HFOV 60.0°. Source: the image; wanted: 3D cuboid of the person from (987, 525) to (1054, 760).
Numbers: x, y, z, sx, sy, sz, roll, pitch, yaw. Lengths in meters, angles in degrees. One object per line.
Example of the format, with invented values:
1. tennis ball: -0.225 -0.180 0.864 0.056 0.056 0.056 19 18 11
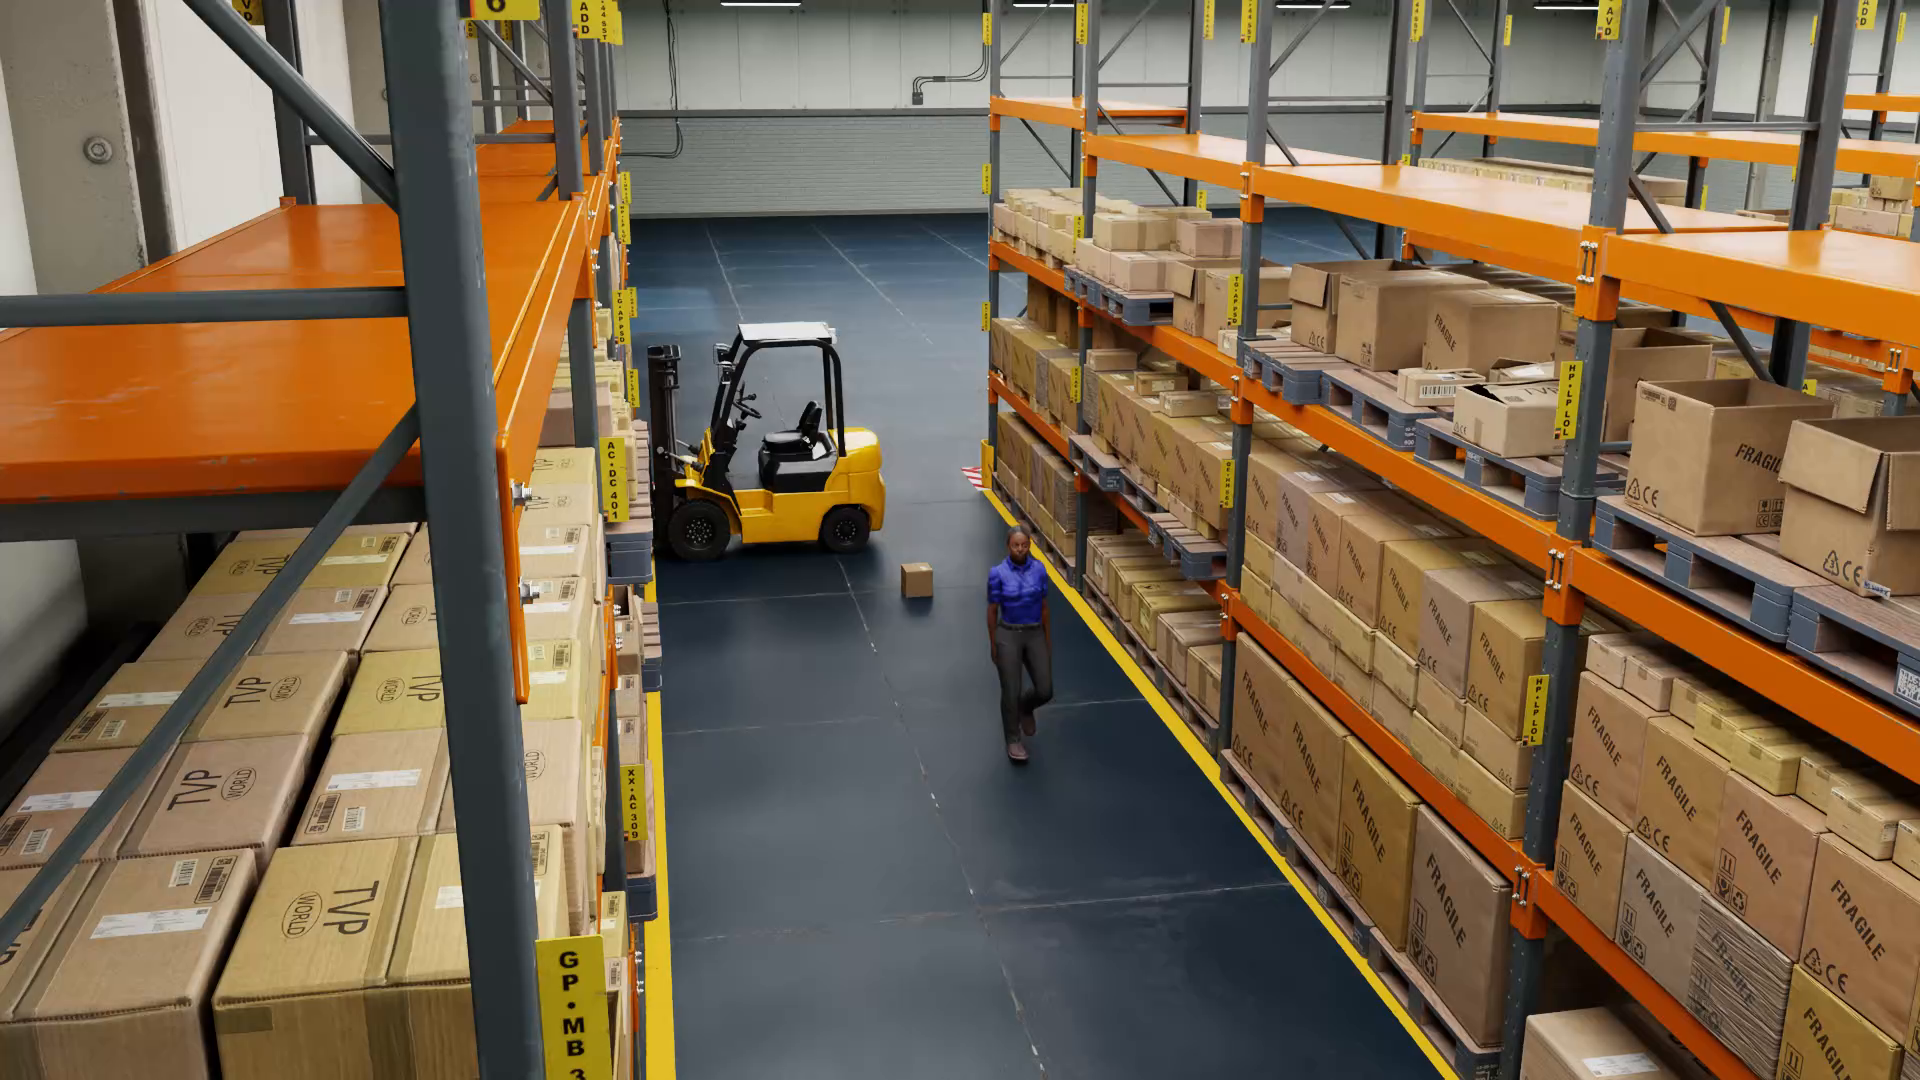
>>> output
1. person: 0.413 0.691 11.616 0.465 1.646 0.499 -4 17 -14
